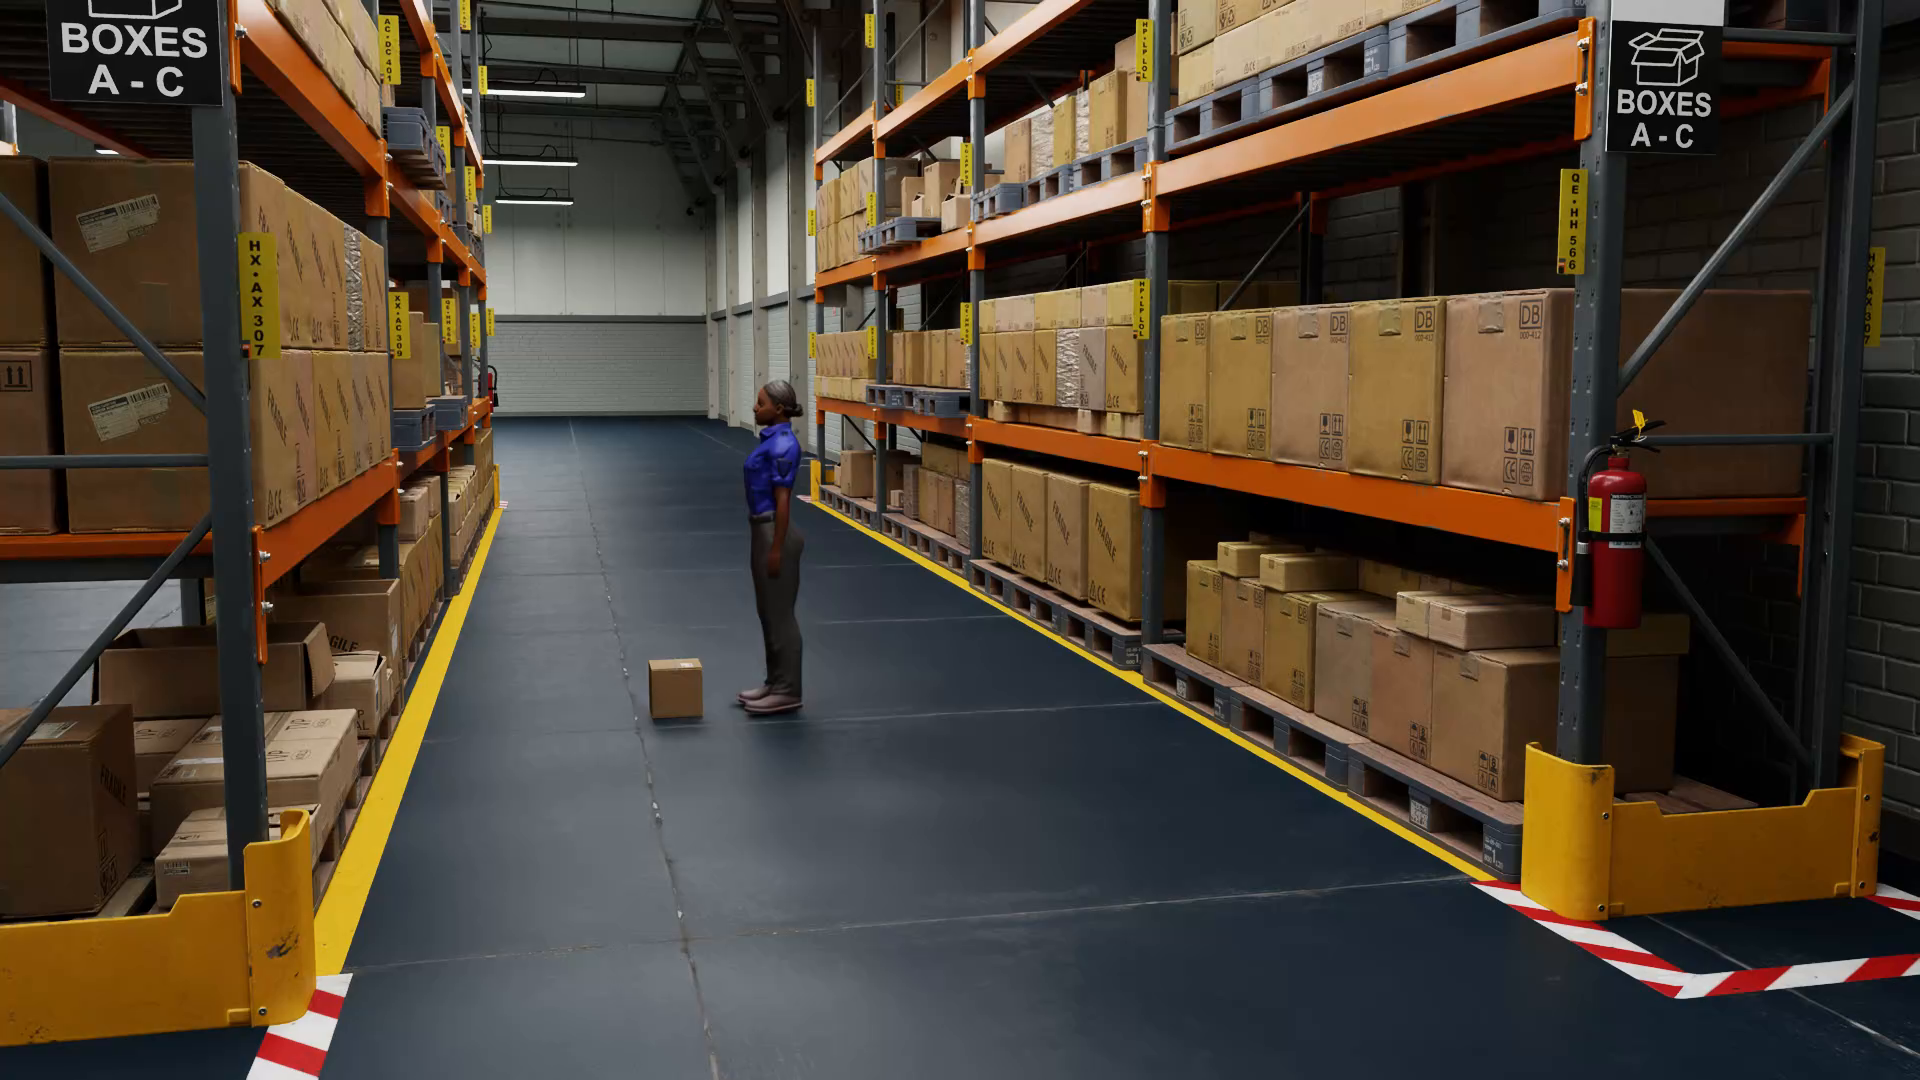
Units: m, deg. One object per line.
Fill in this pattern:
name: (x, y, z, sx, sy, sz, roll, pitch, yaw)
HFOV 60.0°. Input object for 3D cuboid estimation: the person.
person: (-0.941, 0.039, 8.377, 0.297, 1.657, 0.437, -1, 6, -12)
